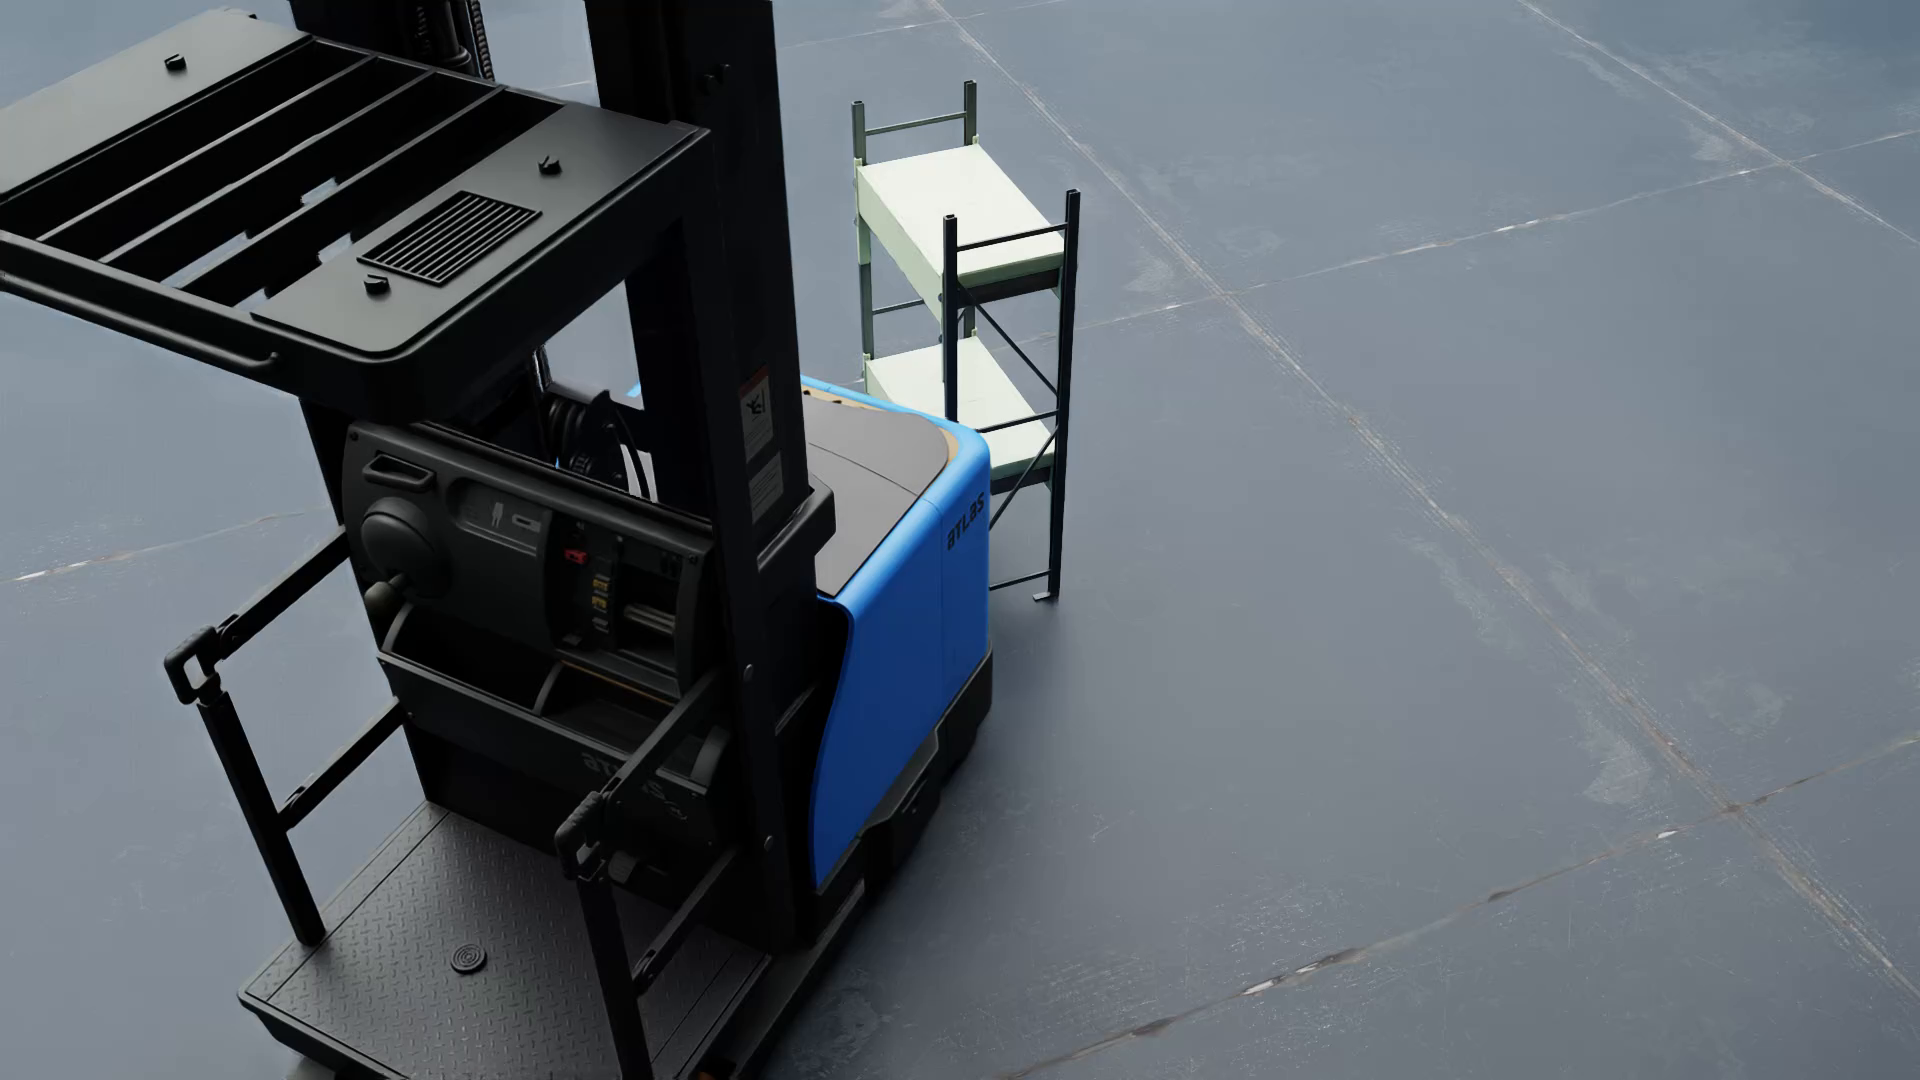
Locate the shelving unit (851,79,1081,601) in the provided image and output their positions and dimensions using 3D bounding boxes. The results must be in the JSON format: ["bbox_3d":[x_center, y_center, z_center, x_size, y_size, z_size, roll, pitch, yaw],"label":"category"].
[{"bbox_3d":[0.003,-0.565,5.256,0.431,1.500,0.755,-15,43,-17],"label":"shelving unit"}]

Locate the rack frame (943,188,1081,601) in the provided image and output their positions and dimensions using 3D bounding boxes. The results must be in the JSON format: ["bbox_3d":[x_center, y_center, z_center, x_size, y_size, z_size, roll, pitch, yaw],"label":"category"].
[{"bbox_3d":[0.143,-0.344,5.000,0.400,1.500,0.023,-15,43,-17],"label":"rack frame"}]

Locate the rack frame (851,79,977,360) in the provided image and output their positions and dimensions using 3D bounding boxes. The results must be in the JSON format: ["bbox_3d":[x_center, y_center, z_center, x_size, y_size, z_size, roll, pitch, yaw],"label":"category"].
[{"bbox_3d":[-0.137,-0.785,5.513,0.400,1.500,0.023,-15,43,-17],"label":"rack frame"}]

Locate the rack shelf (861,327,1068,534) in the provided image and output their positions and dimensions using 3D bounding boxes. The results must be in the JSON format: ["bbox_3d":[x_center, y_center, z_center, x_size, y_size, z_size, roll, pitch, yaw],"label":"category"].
[{"bbox_3d":[0.003,-0.317,5.469,0.431,0.370,0.720,-15,43,-17],"label":"rack shelf"}]

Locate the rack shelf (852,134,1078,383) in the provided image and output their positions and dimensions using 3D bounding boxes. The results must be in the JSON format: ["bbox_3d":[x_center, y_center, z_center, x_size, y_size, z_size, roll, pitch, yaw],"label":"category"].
[{"bbox_3d":[0.003,-0.861,5.002,0.431,0.370,0.720,-15,43,-17],"label":"rack shelf"}]

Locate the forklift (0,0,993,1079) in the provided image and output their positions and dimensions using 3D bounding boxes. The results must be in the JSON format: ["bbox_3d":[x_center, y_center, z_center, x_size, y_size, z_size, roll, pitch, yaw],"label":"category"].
[{"bbox_3d":[-1.026,0.125,3.357,1.130,2.935,3.031,19,44,20],"label":"forklift"}]
